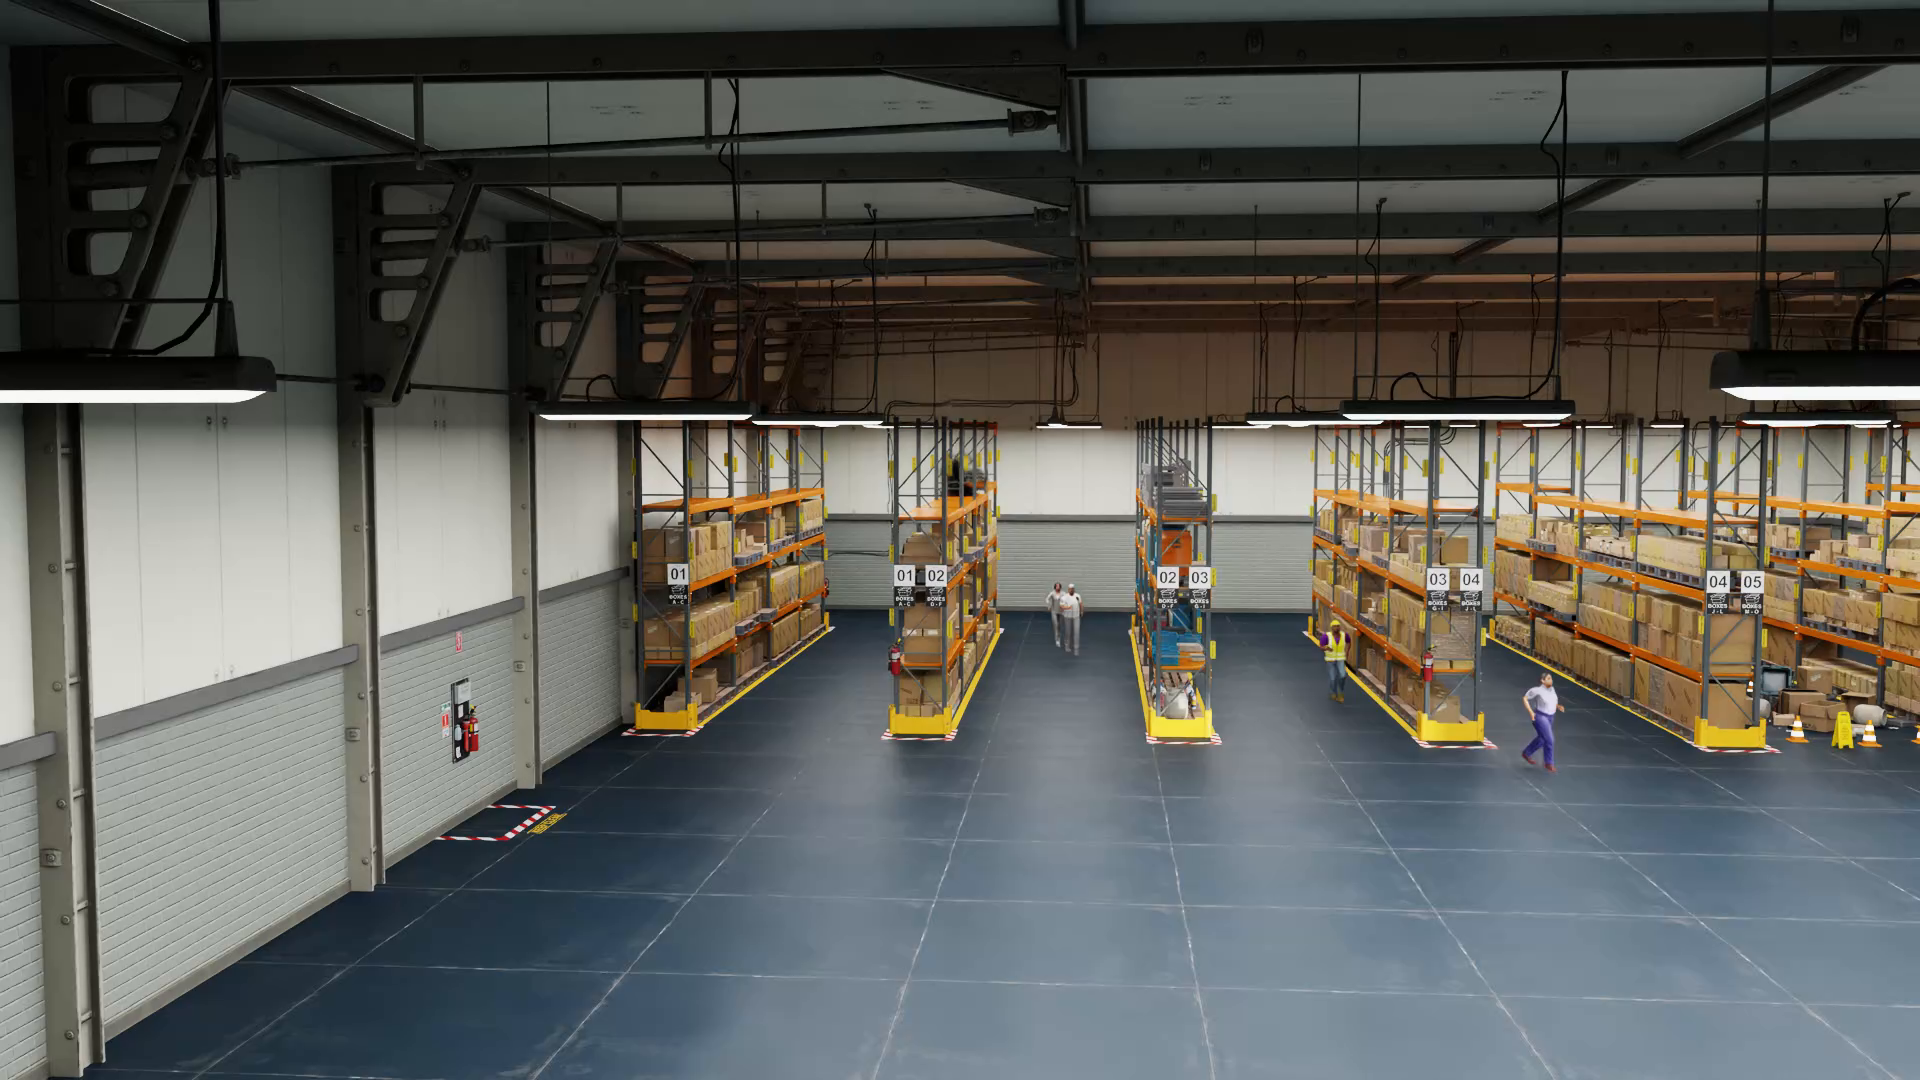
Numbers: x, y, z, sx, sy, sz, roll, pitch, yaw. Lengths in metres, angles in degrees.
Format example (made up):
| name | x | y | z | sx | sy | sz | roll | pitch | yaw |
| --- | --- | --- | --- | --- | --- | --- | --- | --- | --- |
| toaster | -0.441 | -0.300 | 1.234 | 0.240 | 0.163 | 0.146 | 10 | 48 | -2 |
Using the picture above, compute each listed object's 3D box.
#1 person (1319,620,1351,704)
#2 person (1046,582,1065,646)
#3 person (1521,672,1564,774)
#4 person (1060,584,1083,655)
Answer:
| name | x | y | z | sx | sy | sz | roll | pitch | yaw |
| --- | --- | --- | --- | --- | --- | --- | --- | --- | --- |
| person | 7.926 | 2.560 | 35.119 | 0.680 | 1.768 | 0.751 | 1 | 4 | 8 |
| person | 2.472 | 1.872 | 42.092 | 0.537 | 1.614 | 0.830 | 0 | 4 | -7 |
| person | 9.860 | 3.075 | 28.161 | 0.603 | 1.688 | 0.792 | -3 | 5 | -39 |
| person | 2.734 | 1.923 | 40.707 | 0.589 | 1.705 | 0.820 | 0 | 4 | -2 |
